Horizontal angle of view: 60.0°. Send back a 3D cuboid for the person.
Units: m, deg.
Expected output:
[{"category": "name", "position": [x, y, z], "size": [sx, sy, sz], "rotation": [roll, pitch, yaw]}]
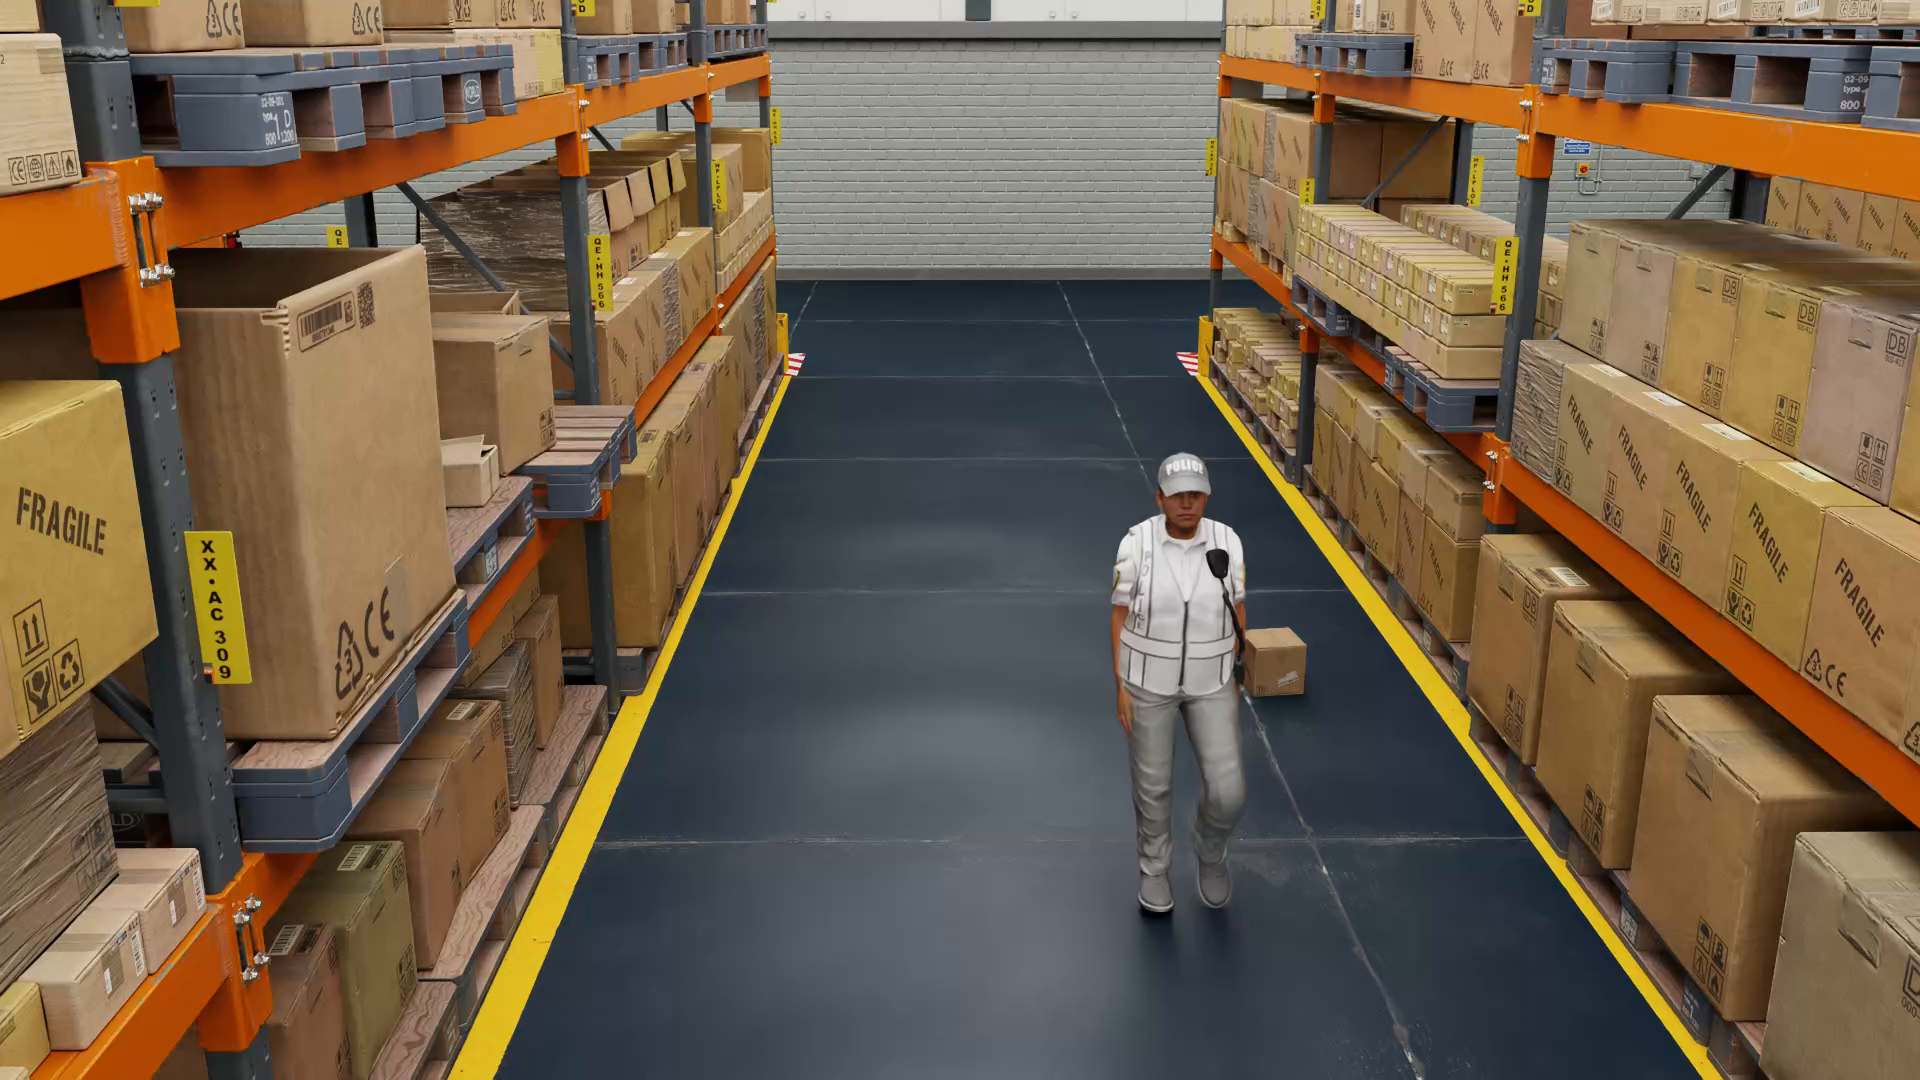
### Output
[{"category": "person", "position": [0.759, 0.532, 5.793], "size": [0.479, 1.687, 0.457], "rotation": [1, 17, 2]}]
